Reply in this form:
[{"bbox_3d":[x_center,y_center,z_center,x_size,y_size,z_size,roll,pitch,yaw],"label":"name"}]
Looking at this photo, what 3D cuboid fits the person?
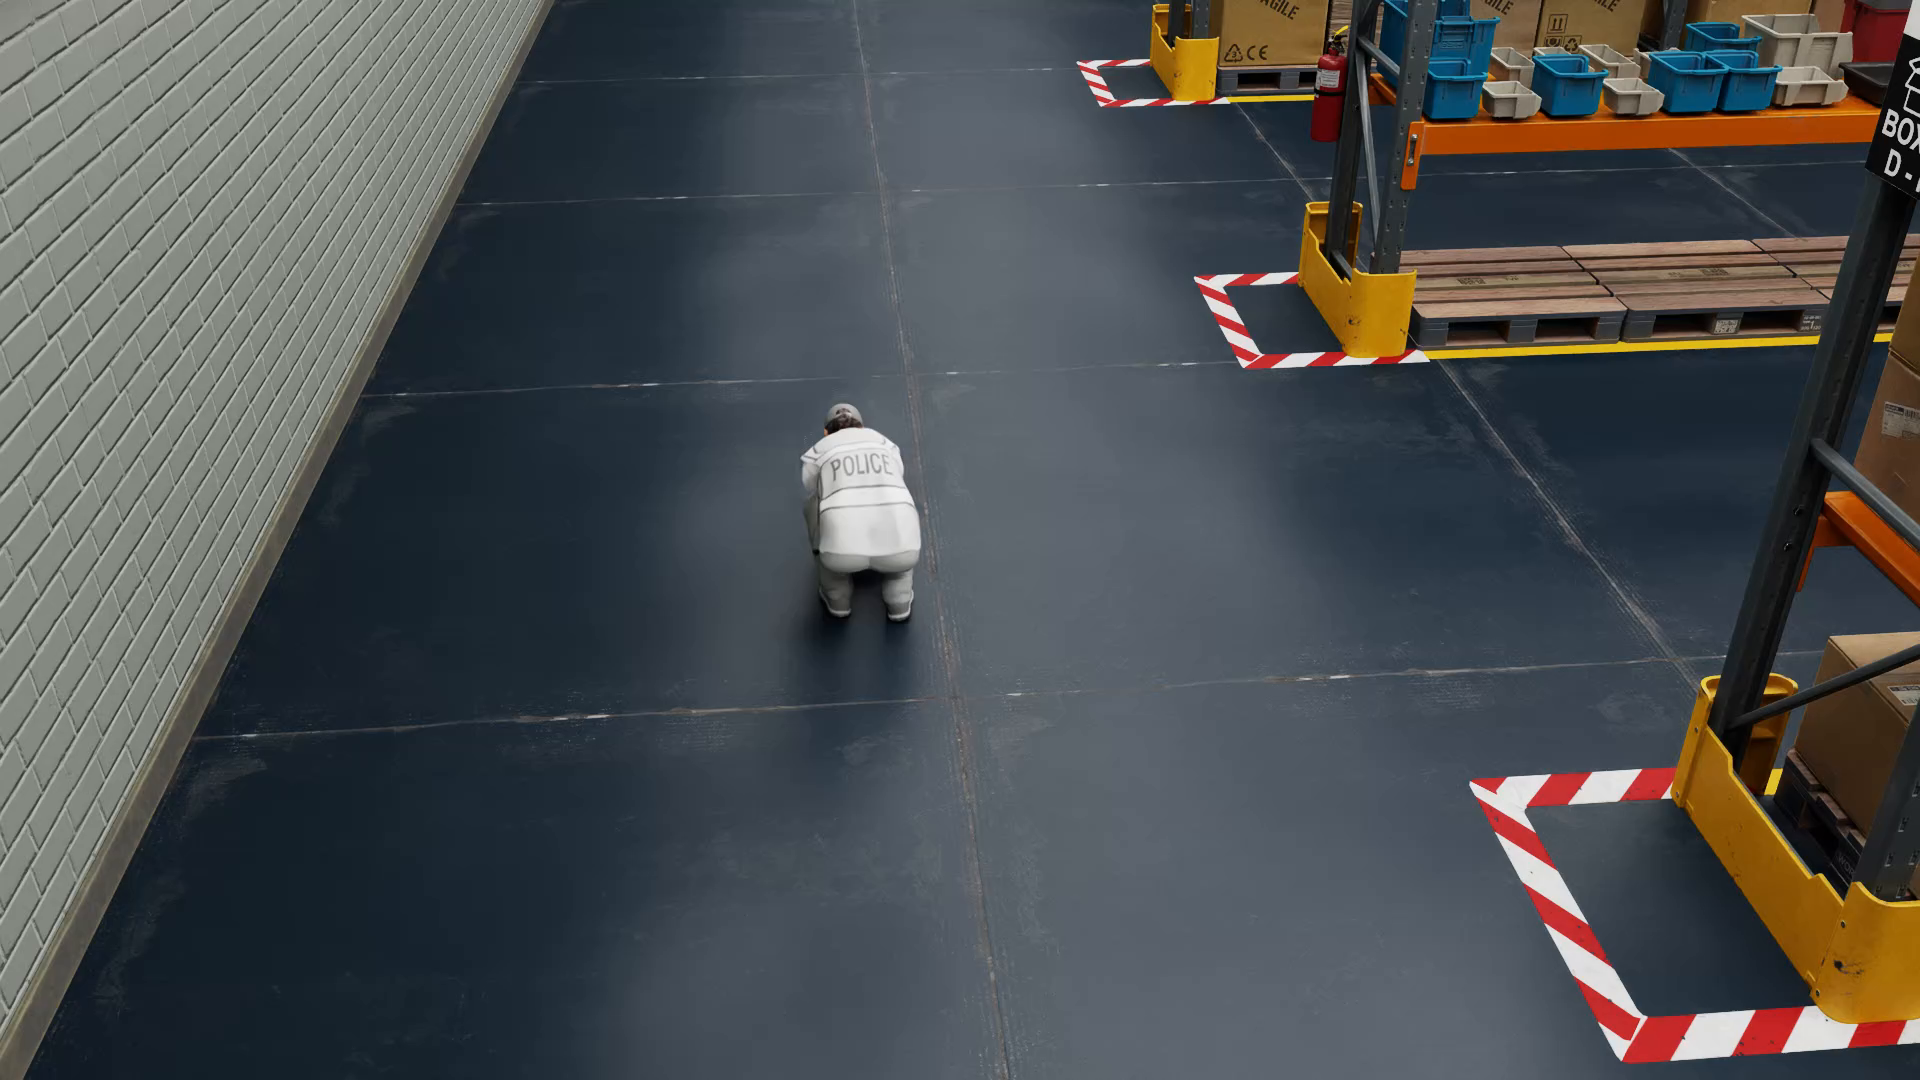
[{"bbox_3d":[-0.425,-0.075,7.204,0.506,0.798,0.907,-3,31,-5],"label":"person"}]
